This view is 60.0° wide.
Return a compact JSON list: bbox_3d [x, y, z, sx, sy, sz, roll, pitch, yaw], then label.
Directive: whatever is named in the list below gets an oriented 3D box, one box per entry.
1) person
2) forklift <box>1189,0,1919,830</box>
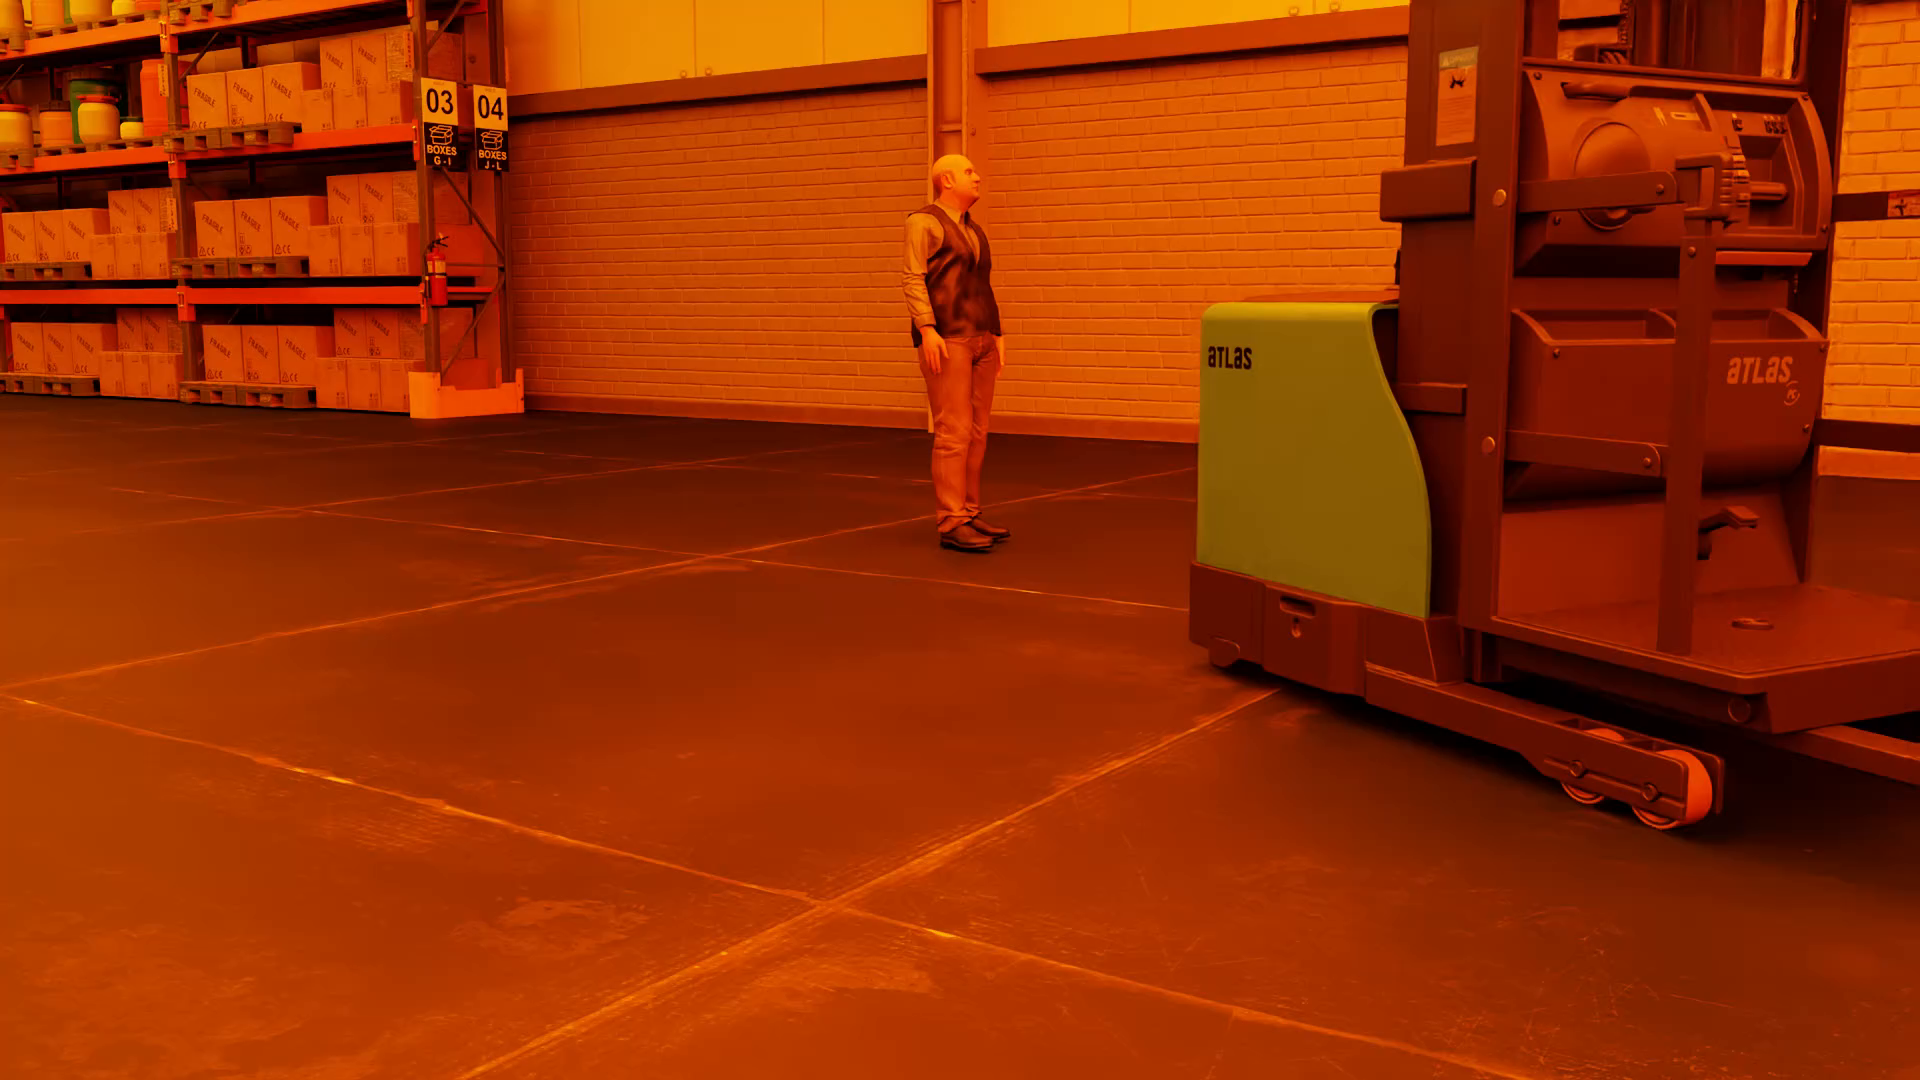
[{"bbox_3d":[0.048,-0.854,7.441,0.566,1.722,0.633,5,10,34],"label":"person"},{"bbox_3d":[1.787,-0.926,3.702,1.130,2.935,3.031,-4,9,-26],"label":"forklift"}]
